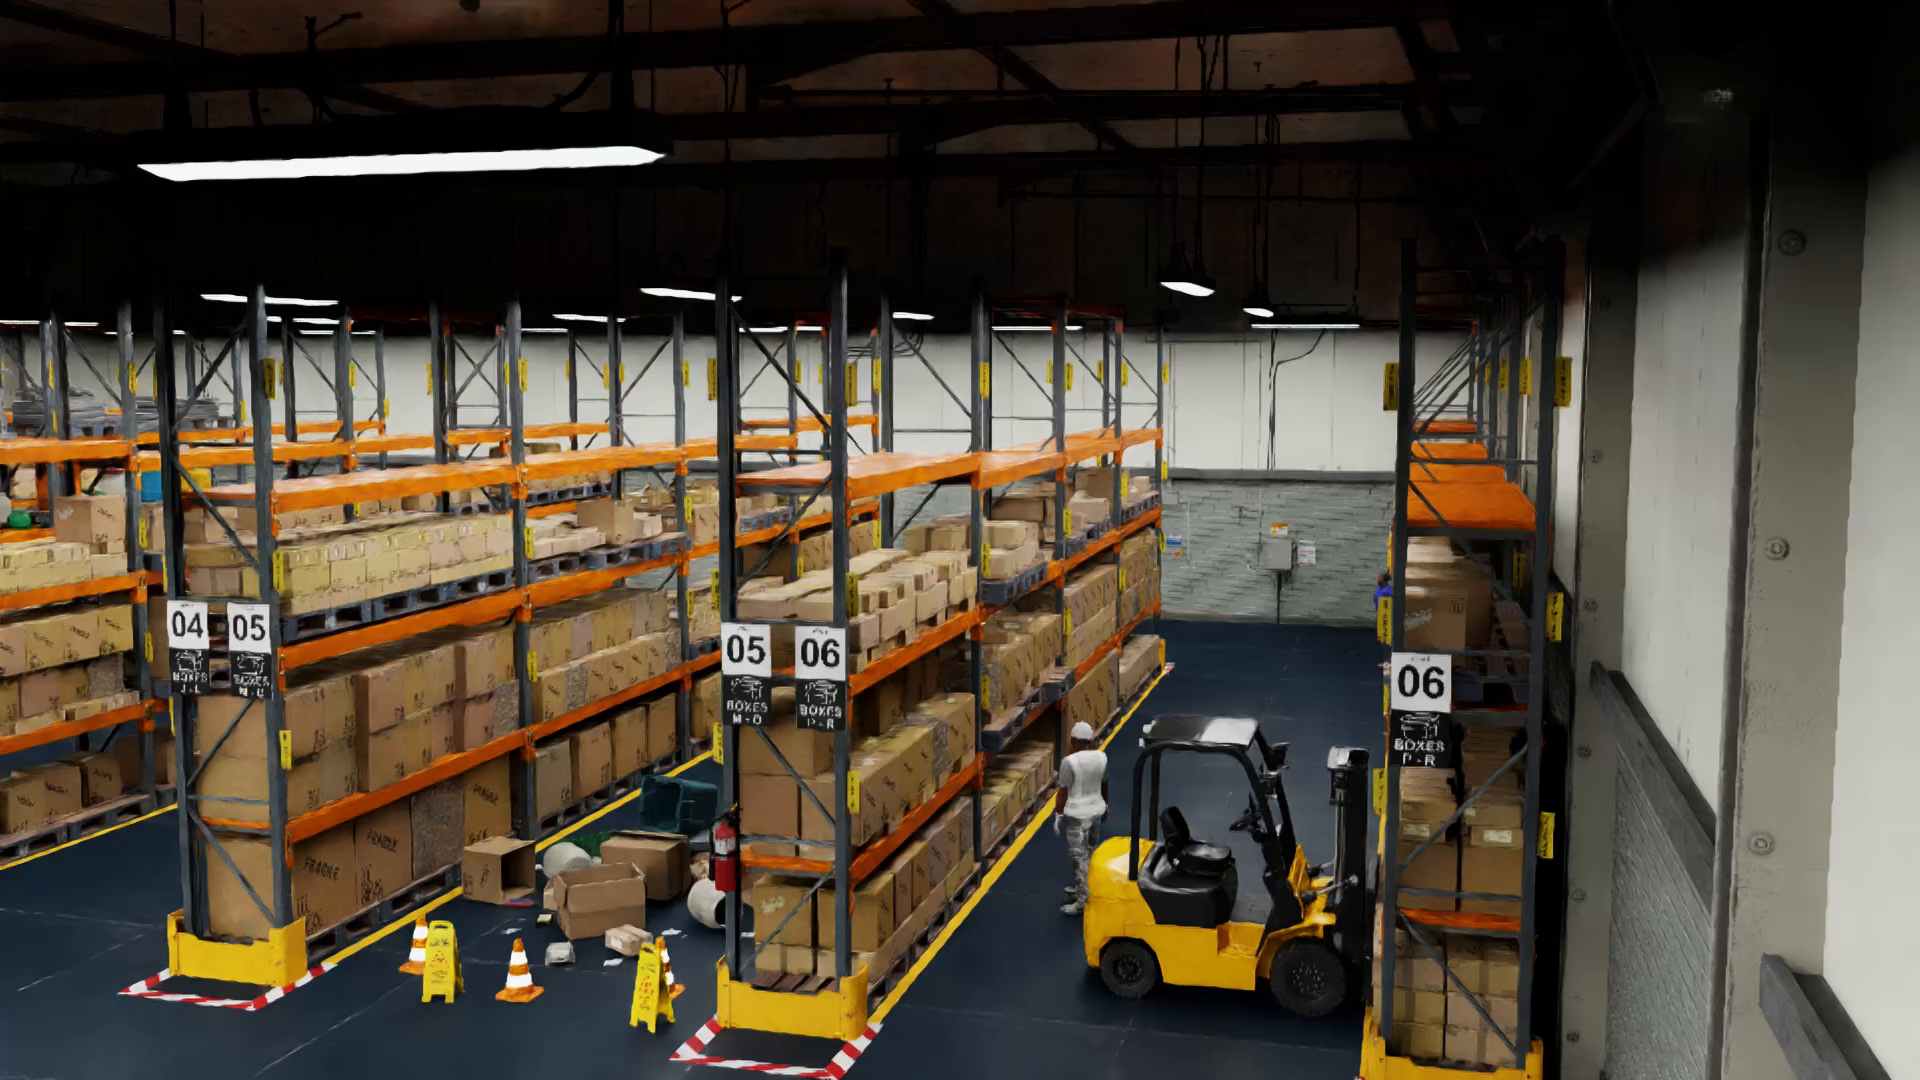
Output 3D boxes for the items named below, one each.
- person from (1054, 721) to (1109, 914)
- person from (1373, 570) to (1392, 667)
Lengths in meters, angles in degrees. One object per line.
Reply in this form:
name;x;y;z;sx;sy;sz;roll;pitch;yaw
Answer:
person;1.145;2.594;15.810;0.665;1.782;0.583;-6;8;-42
person;7.268;1.342;28.314;0.372;1.653;0.562;-2;6;-15
